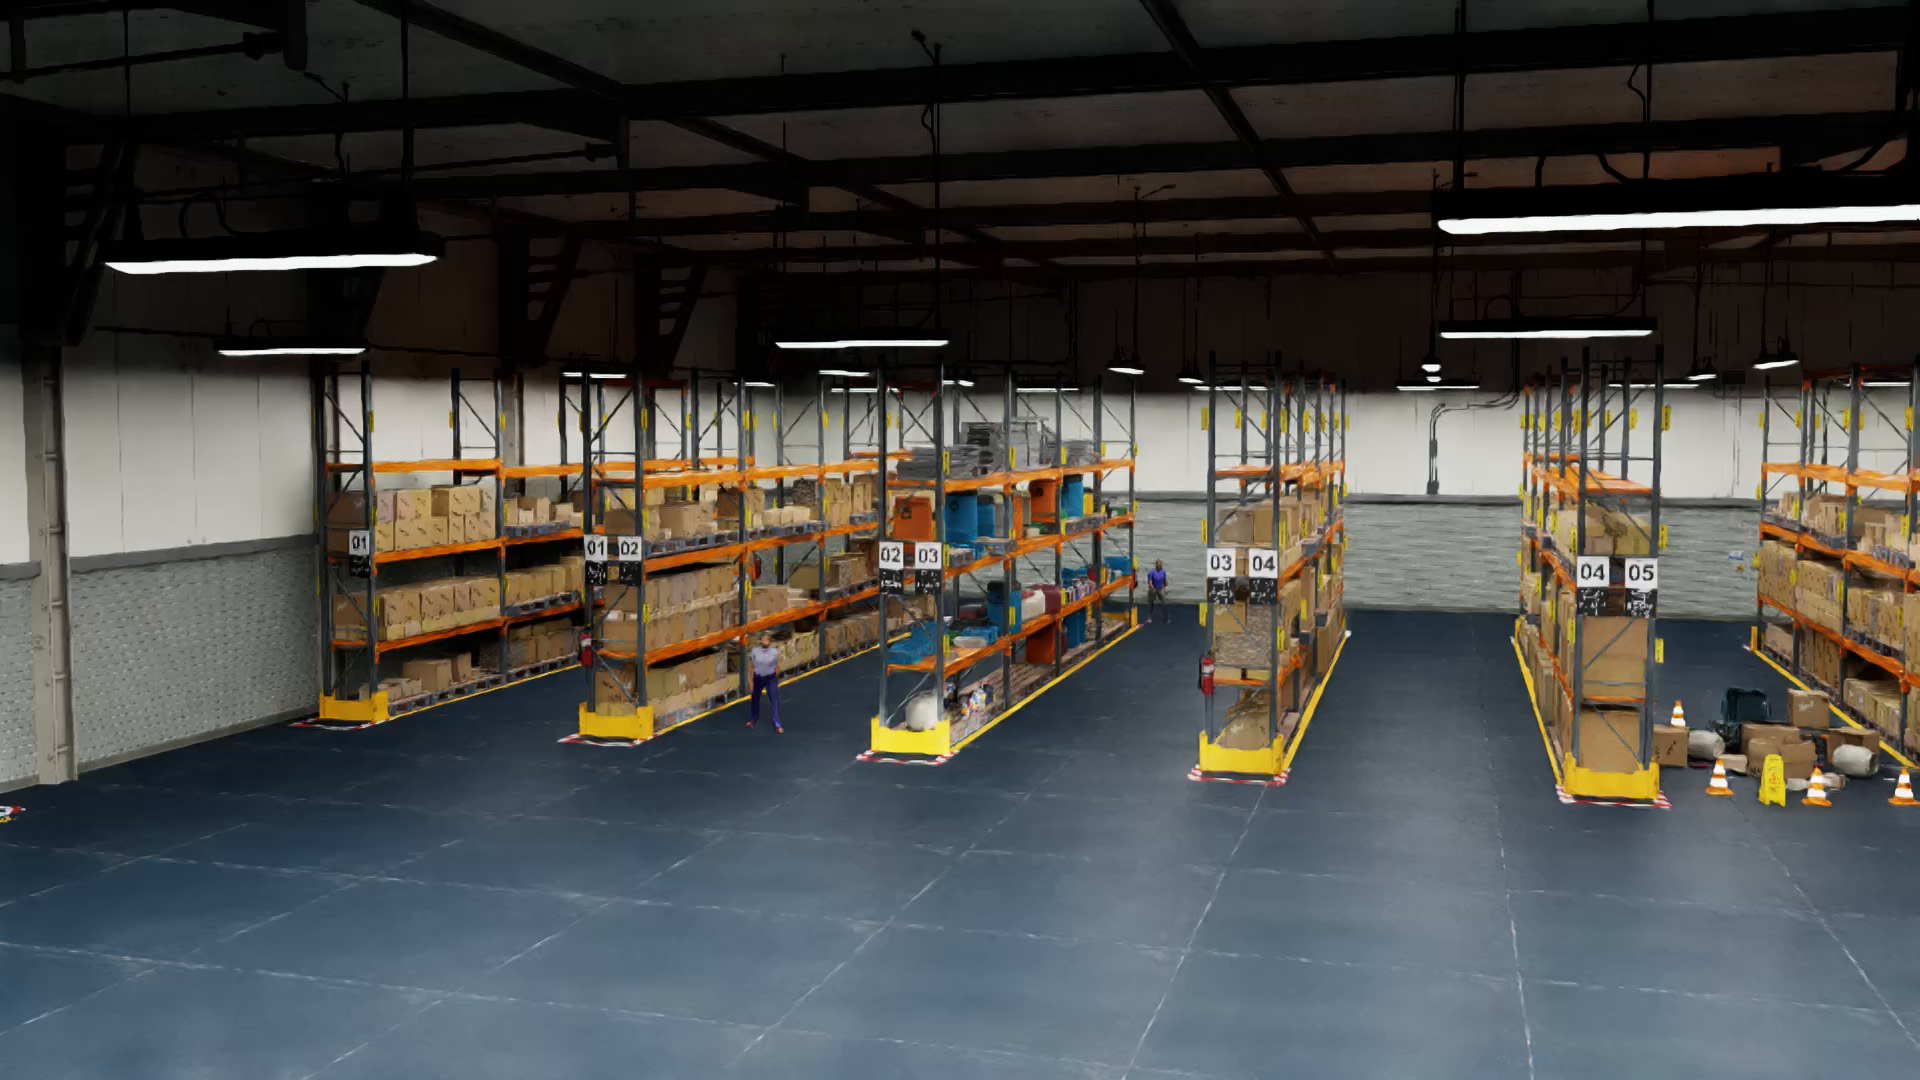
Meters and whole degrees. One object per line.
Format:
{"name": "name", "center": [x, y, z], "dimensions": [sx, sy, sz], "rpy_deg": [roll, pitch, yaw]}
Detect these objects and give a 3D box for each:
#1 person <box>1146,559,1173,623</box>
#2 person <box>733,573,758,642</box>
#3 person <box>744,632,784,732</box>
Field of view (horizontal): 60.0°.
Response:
{"name": "person", "center": [4.889, 1.265, 41.121], "dimensions": [0.592, 1.596, 0.717], "rpy_deg": [-1, 4, -10]}
{"name": "person", "center": [-4.665, 1.553, 36.131], "dimensions": [0.550, 1.709, 1.128], "rpy_deg": [1, 4, 14]}
{"name": "person", "center": [-3.177, 2.286, 26.845], "dimensions": [0.590, 1.590, 0.917], "rpy_deg": [-1, 4, -10]}
